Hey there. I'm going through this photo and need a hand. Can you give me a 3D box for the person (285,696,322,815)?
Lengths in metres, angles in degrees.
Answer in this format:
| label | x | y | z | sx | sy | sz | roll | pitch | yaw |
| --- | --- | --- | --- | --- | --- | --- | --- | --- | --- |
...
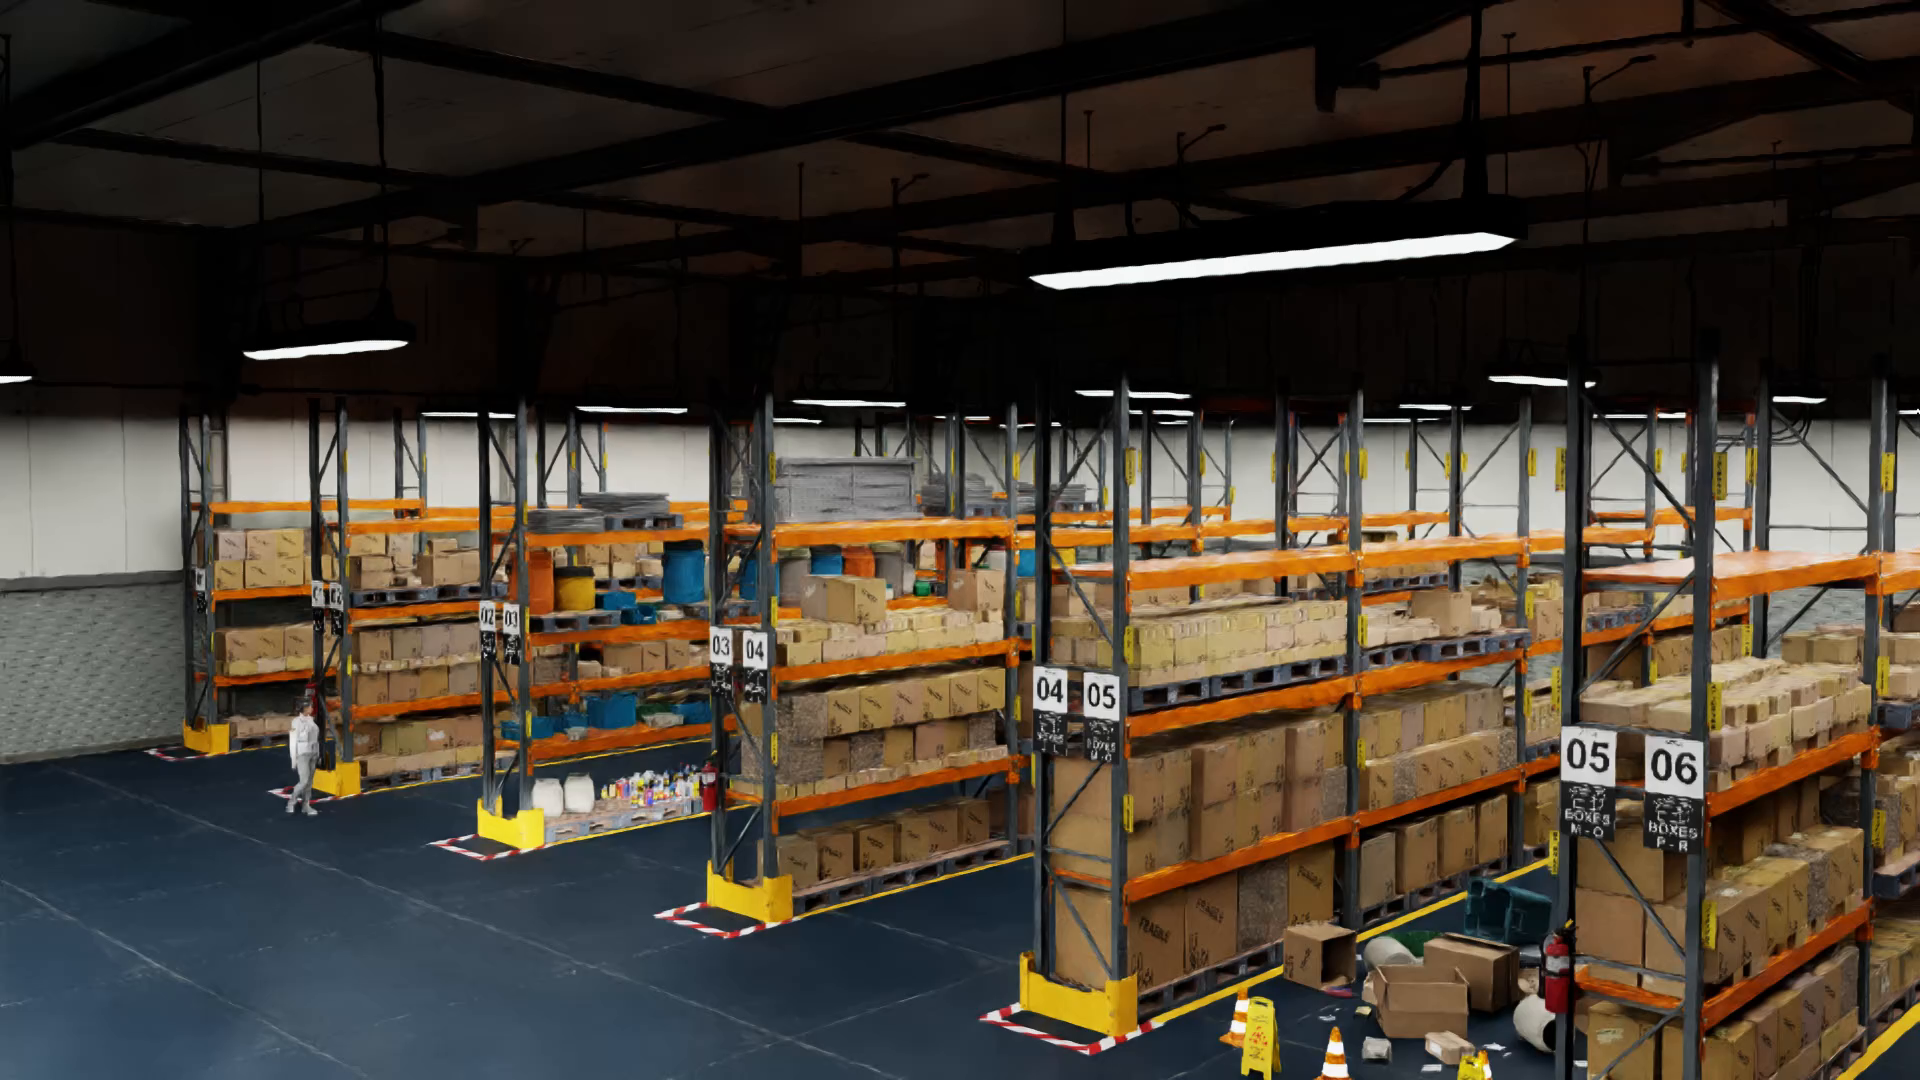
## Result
| label | x | y | z | sx | sy | sz | roll | pitch | yaw |
| --- | --- | --- | --- | --- | --- | --- | --- | --- | --- |
| person | -9.371 | 3.076 | 23.726 | 0.414 | 1.675 | 0.516 | 1 | 3 | 17 |
